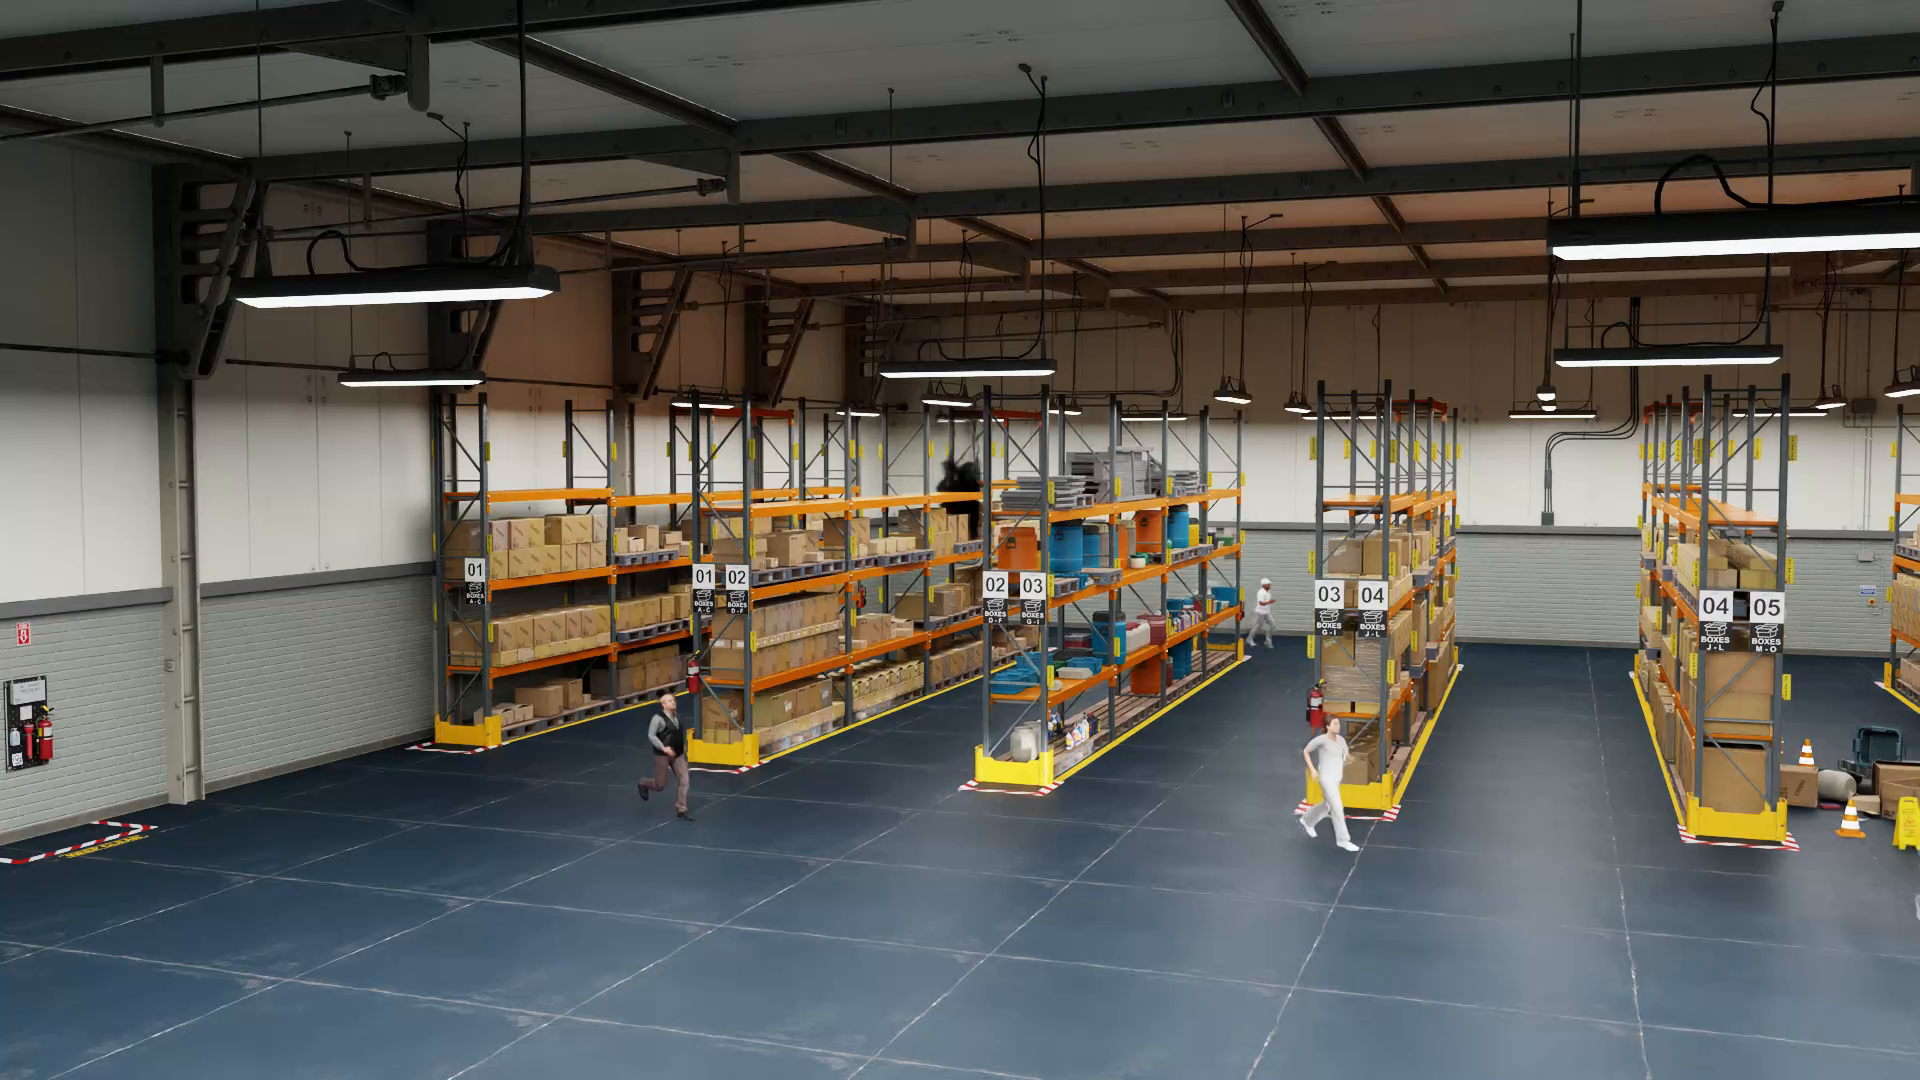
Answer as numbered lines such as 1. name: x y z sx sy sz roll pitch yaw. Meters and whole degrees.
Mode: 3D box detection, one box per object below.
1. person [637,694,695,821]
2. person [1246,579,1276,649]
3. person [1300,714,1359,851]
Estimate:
1. person: -4.019 2.965 22.790 1.010 1.711 0.641 3 4 42
2. person: 7.658 1.889 42.173 0.833 1.833 0.661 2 4 36
3. person: 4.652 3.017 20.979 0.562 1.660 0.960 -2 4 -37
